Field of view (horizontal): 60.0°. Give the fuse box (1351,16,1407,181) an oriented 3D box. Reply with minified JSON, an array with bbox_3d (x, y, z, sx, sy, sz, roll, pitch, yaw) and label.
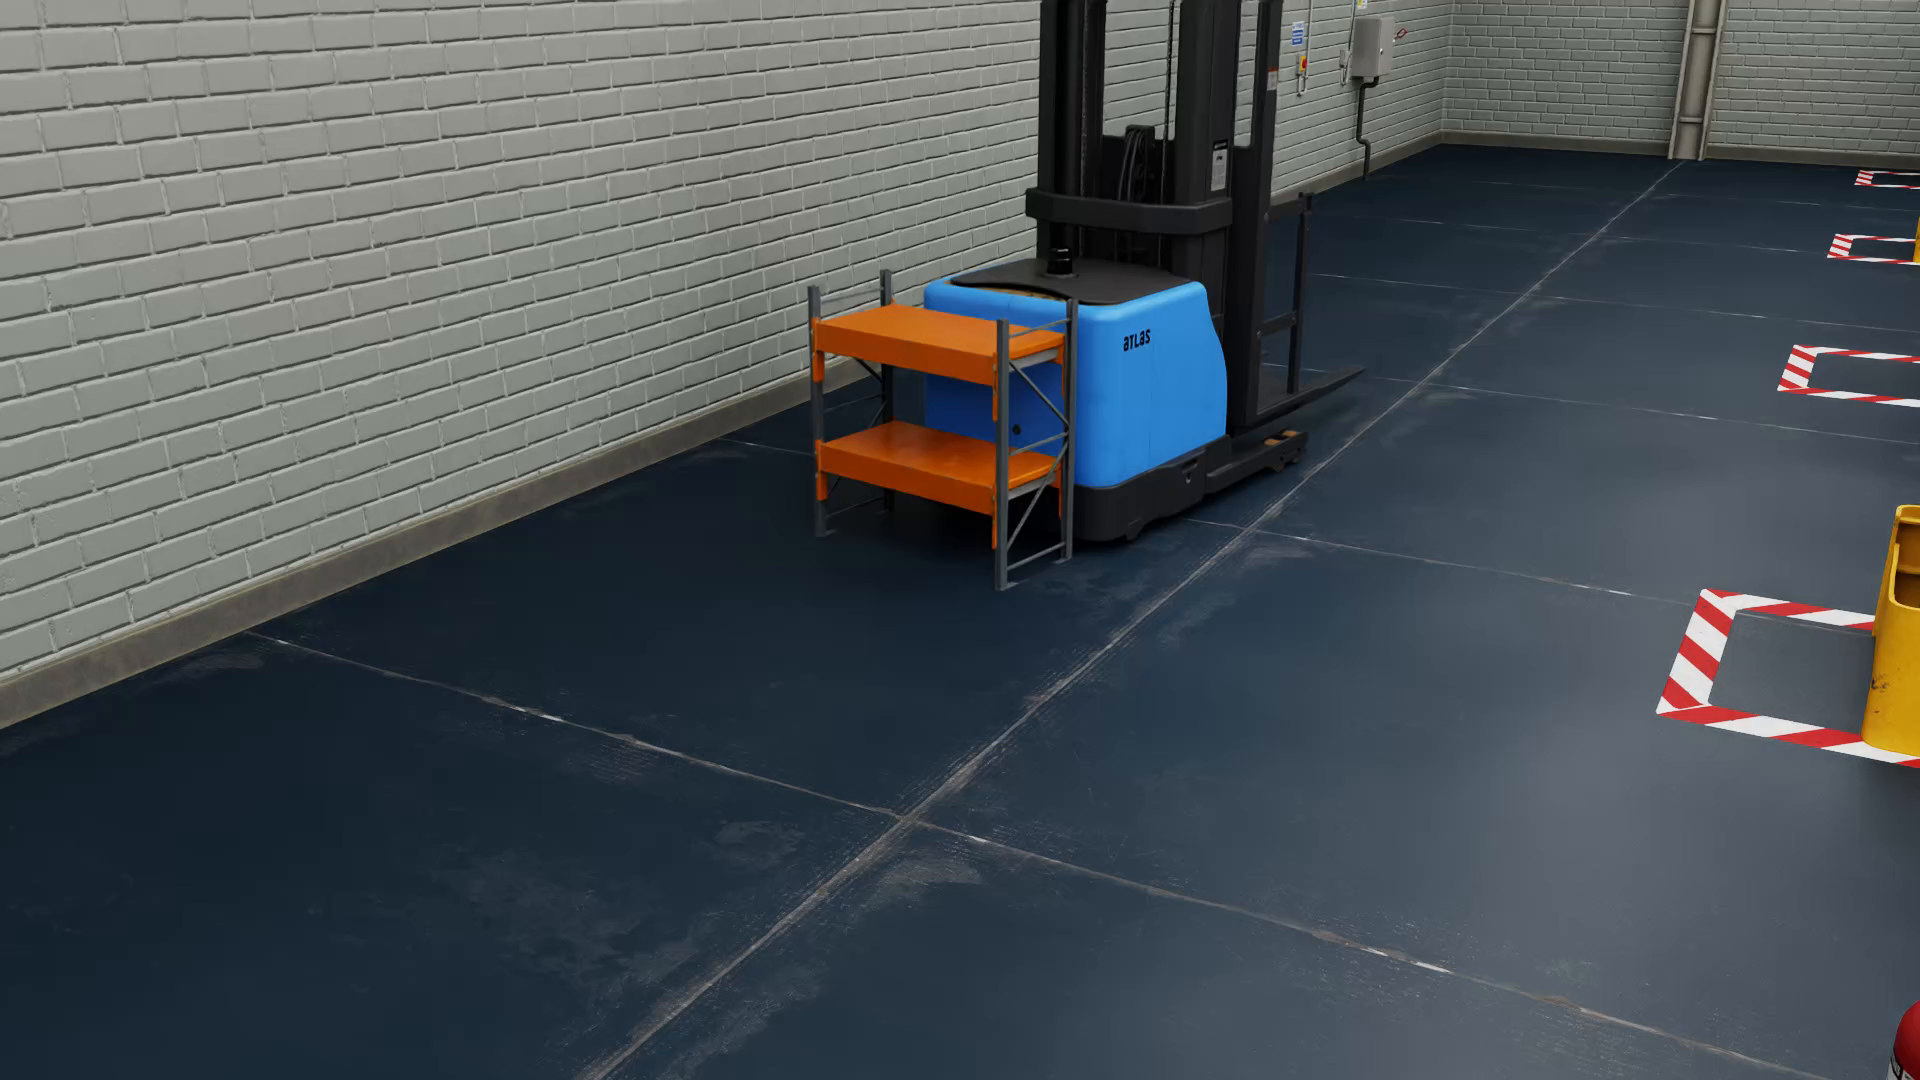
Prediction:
[{"bbox_3d":[4.482,-4.750,17.949,0.414,1.711,0.539,11,23,27],"label":"fuse box"}]

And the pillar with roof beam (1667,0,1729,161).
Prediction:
[{"bbox_3d":[6.668,-7.557,15.002,0.400,9.000,9.100,11,23,27],"label":"pillar with roof beam"}]

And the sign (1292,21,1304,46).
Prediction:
[{"bbox_3d":[3.253,-4.877,16.015,0.001,0.218,0.327,11,23,27],"label":"sign"}]

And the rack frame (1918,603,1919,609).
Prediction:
[{"bbox_3d":[3.431,-0.873,5.373,0.127,3.000,1.000,11,23,27],"label":"rack frame"}]

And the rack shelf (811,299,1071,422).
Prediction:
[{"bbox_3d":[-0.081,-0.771,6.982,1.000,0.278,0.538,16,25,37],"label":"rack shelf"}]

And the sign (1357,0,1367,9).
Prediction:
[{"bbox_3d":[4.274,-5.761,17.638,0.001,0.242,0.339,11,23,27],"label":"sign"}]

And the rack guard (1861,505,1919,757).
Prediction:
[{"bbox_3d":[3.410,0.298,5.811,0.348,0.500,1.175,11,23,27],"label":"rack guard"}]

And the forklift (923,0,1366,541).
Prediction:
[{"bbox_3d":[1.115,-1.807,8.050,1.130,2.935,3.031,15,25,35],"label":"forklift"}]

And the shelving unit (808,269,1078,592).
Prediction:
[{"bbox_3d":[-0.081,-0.496,7.082,1.048,1.125,0.538,16,25,37],"label":"shelving unit"}]

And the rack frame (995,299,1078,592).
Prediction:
[{"bbox_3d":[0.312,-0.386,6.779,0.032,1.125,0.500,16,25,37],"label":"rack frame"}]

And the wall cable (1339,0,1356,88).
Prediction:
[{"bbox_3d":[4.011,-5.656,17.069,0.122,1.984,0.588,11,23,27],"label":"wall cable"}]

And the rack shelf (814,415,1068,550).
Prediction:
[{"bbox_3d":[-0.081,-0.266,7.165,1.000,0.278,0.538,16,25,37],"label":"rack shelf"}]

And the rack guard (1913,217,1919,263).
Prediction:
[{"bbox_3d":[8.243,-2.652,13.944,0.348,0.500,1.175,11,23,27],"label":"rack guard"}]

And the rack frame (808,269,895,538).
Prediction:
[{"bbox_3d":[-0.474,-0.606,7.385,0.032,1.125,0.500,16,25,37],"label":"rack frame"}]

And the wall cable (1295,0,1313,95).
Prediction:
[{"bbox_3d":[3.330,-5.246,15.894,0.123,1.953,0.585,11,23,27],"label":"wall cable"}]
